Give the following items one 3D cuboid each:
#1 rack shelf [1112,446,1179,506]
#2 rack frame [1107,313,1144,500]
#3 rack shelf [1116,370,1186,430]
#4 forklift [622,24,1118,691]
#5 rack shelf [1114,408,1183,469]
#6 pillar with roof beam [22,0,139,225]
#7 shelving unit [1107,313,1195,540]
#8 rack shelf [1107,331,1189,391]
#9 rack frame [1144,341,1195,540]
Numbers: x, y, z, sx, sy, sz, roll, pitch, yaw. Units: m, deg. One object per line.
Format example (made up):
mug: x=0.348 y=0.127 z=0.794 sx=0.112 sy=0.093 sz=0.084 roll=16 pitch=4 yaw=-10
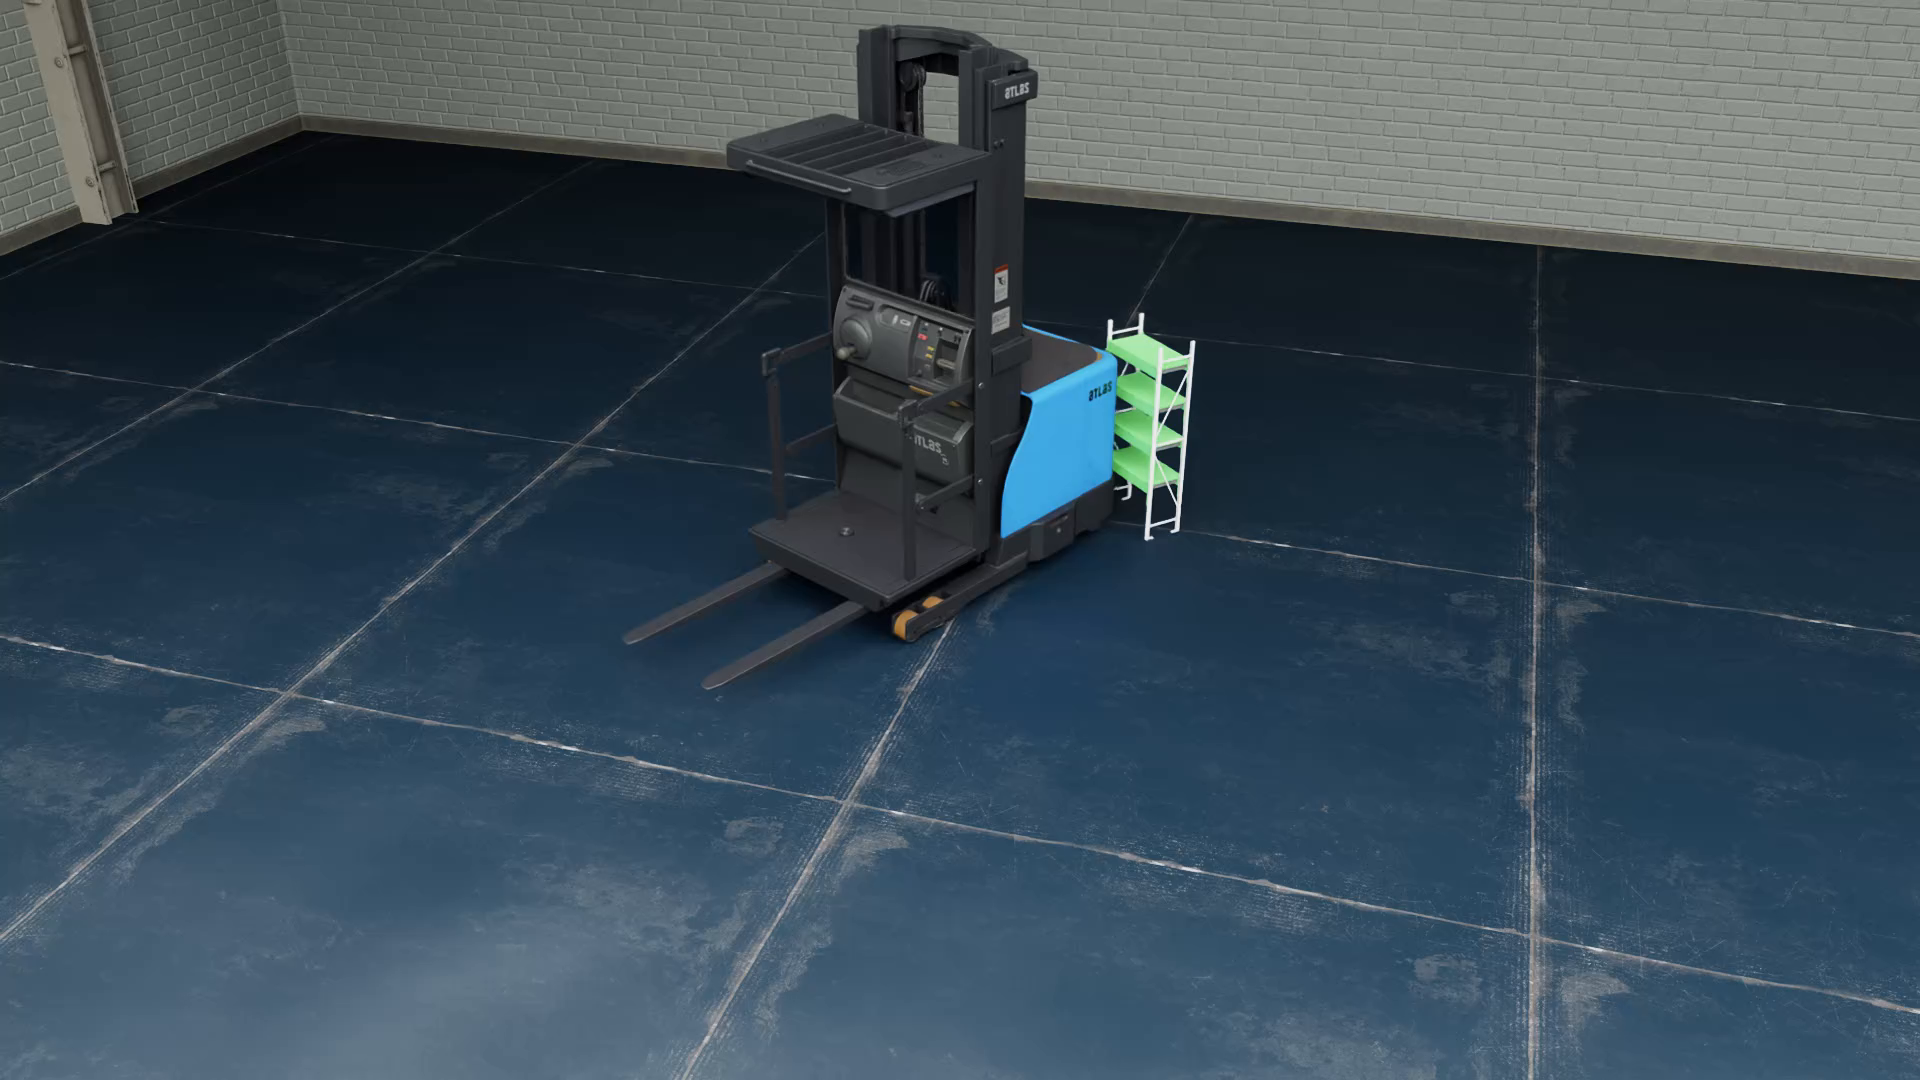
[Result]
rack shelf: x=1.070 y=-0.392 z=9.842 sx=0.258 sy=0.148 sz=0.480 roll=-15 pitch=32 yaw=-27
rack frame: x=0.951 y=-0.762 z=9.880 sx=0.240 sy=1.200 sz=0.015 roll=-15 pitch=32 yaw=-27
rack shelf: x=1.076 y=-0.813 z=9.612 sx=0.258 sy=0.148 sz=0.480 roll=-15 pitch=32 yaw=-27
forklift: x=-0.448 y=-1.020 z=8.569 sx=1.130 sy=2.935 sz=3.031 roll=24 pitch=37 yaw=36
rack shelf: x=1.073 y=-0.603 z=9.727 sx=0.258 sy=0.148 sz=0.480 roll=-15 pitch=32 yaw=-27
pillar with roof beam: x=-3.550 y=-6.236 z=11.703 sx=9.100 sy=9.000 sz=0.400 roll=8 pitch=30 yaw=15
shelving unit: x=1.074 y=-0.659 z=9.696 sx=0.258 sy=1.200 sz=0.503 roll=-15 pitch=32 yaw=-27
rack shelf: x=1.080 y=-1.024 z=9.496 sx=0.258 sy=0.148 sz=0.480 roll=-15 pitch=32 yaw=-27
rack frame: x=1.197 y=-0.556 z=9.512 sx=0.240 sy=1.200 sz=0.015 roll=-15 pitch=32 yaw=-27
